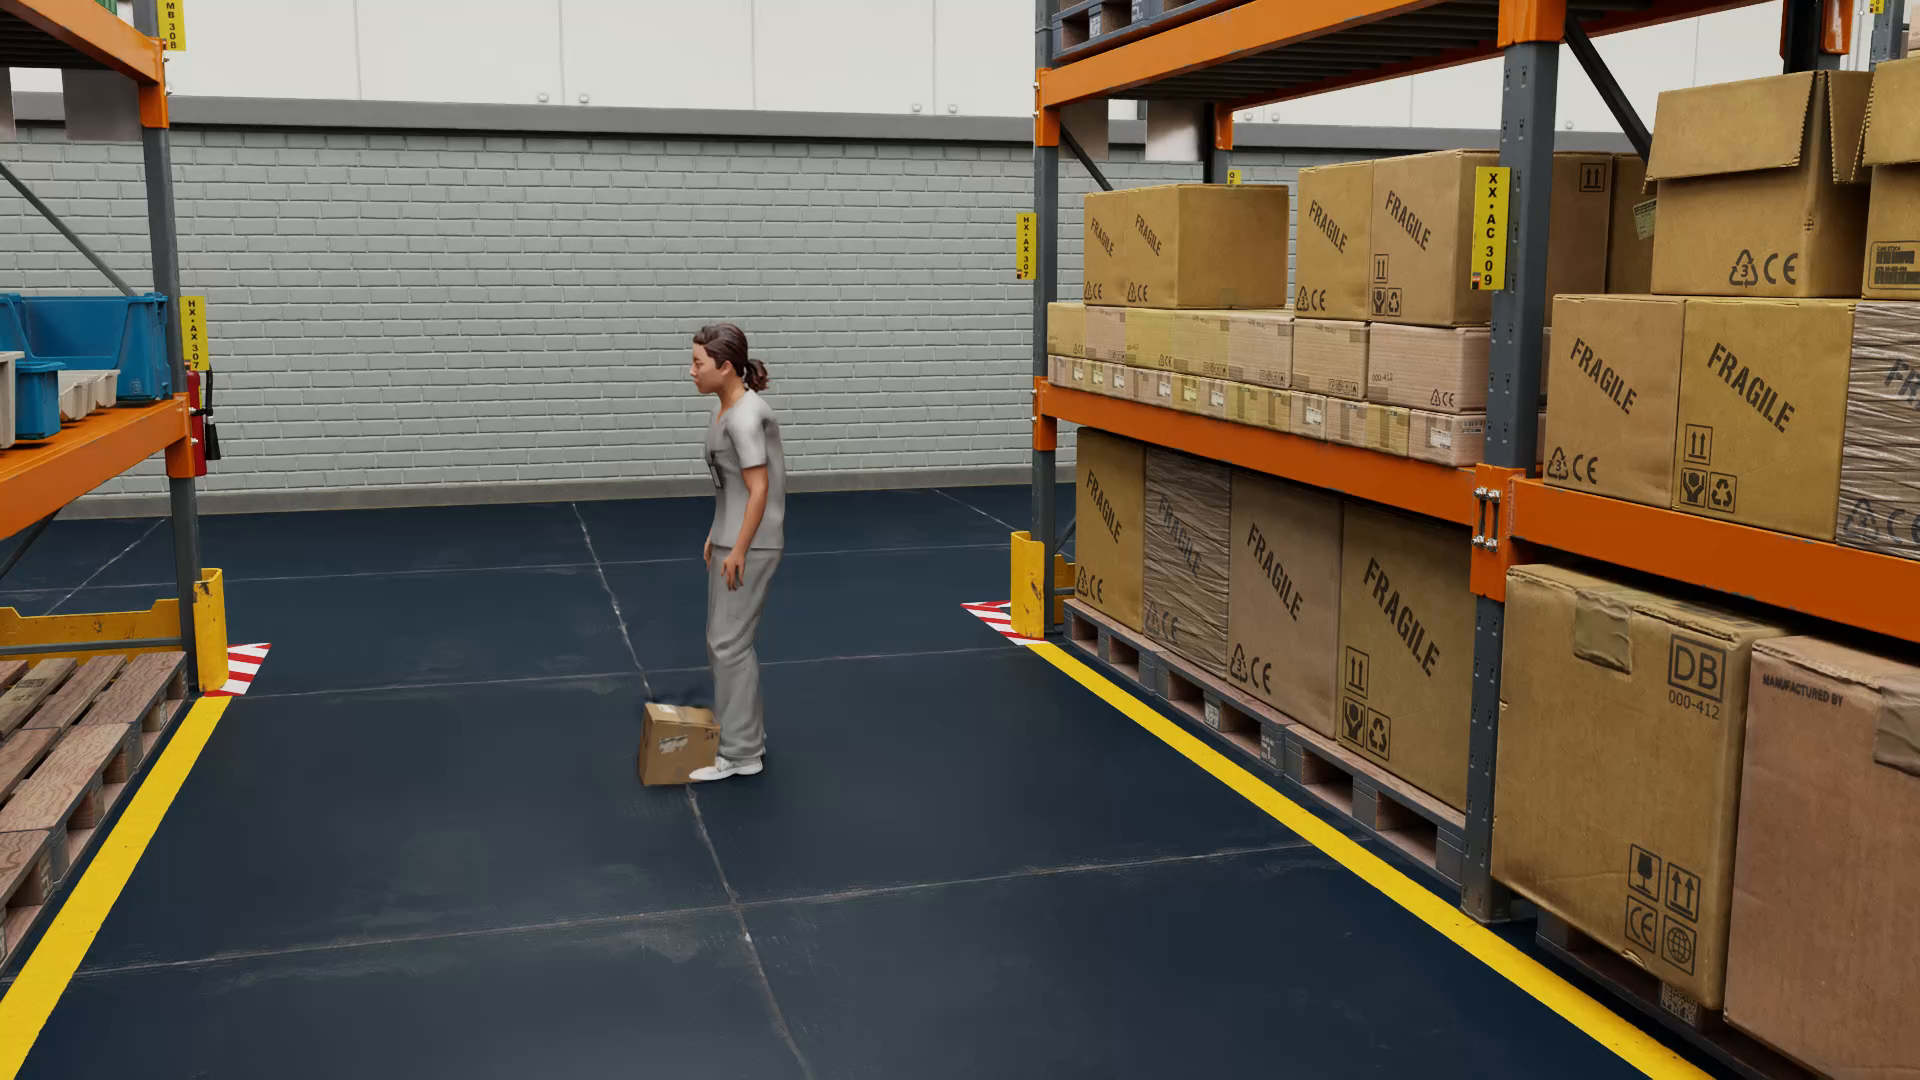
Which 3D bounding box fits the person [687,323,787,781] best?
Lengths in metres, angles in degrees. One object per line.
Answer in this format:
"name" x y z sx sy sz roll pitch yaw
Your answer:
"person" -0.856 0.040 6.144 0.417 1.671 0.511 -3 10 -19
